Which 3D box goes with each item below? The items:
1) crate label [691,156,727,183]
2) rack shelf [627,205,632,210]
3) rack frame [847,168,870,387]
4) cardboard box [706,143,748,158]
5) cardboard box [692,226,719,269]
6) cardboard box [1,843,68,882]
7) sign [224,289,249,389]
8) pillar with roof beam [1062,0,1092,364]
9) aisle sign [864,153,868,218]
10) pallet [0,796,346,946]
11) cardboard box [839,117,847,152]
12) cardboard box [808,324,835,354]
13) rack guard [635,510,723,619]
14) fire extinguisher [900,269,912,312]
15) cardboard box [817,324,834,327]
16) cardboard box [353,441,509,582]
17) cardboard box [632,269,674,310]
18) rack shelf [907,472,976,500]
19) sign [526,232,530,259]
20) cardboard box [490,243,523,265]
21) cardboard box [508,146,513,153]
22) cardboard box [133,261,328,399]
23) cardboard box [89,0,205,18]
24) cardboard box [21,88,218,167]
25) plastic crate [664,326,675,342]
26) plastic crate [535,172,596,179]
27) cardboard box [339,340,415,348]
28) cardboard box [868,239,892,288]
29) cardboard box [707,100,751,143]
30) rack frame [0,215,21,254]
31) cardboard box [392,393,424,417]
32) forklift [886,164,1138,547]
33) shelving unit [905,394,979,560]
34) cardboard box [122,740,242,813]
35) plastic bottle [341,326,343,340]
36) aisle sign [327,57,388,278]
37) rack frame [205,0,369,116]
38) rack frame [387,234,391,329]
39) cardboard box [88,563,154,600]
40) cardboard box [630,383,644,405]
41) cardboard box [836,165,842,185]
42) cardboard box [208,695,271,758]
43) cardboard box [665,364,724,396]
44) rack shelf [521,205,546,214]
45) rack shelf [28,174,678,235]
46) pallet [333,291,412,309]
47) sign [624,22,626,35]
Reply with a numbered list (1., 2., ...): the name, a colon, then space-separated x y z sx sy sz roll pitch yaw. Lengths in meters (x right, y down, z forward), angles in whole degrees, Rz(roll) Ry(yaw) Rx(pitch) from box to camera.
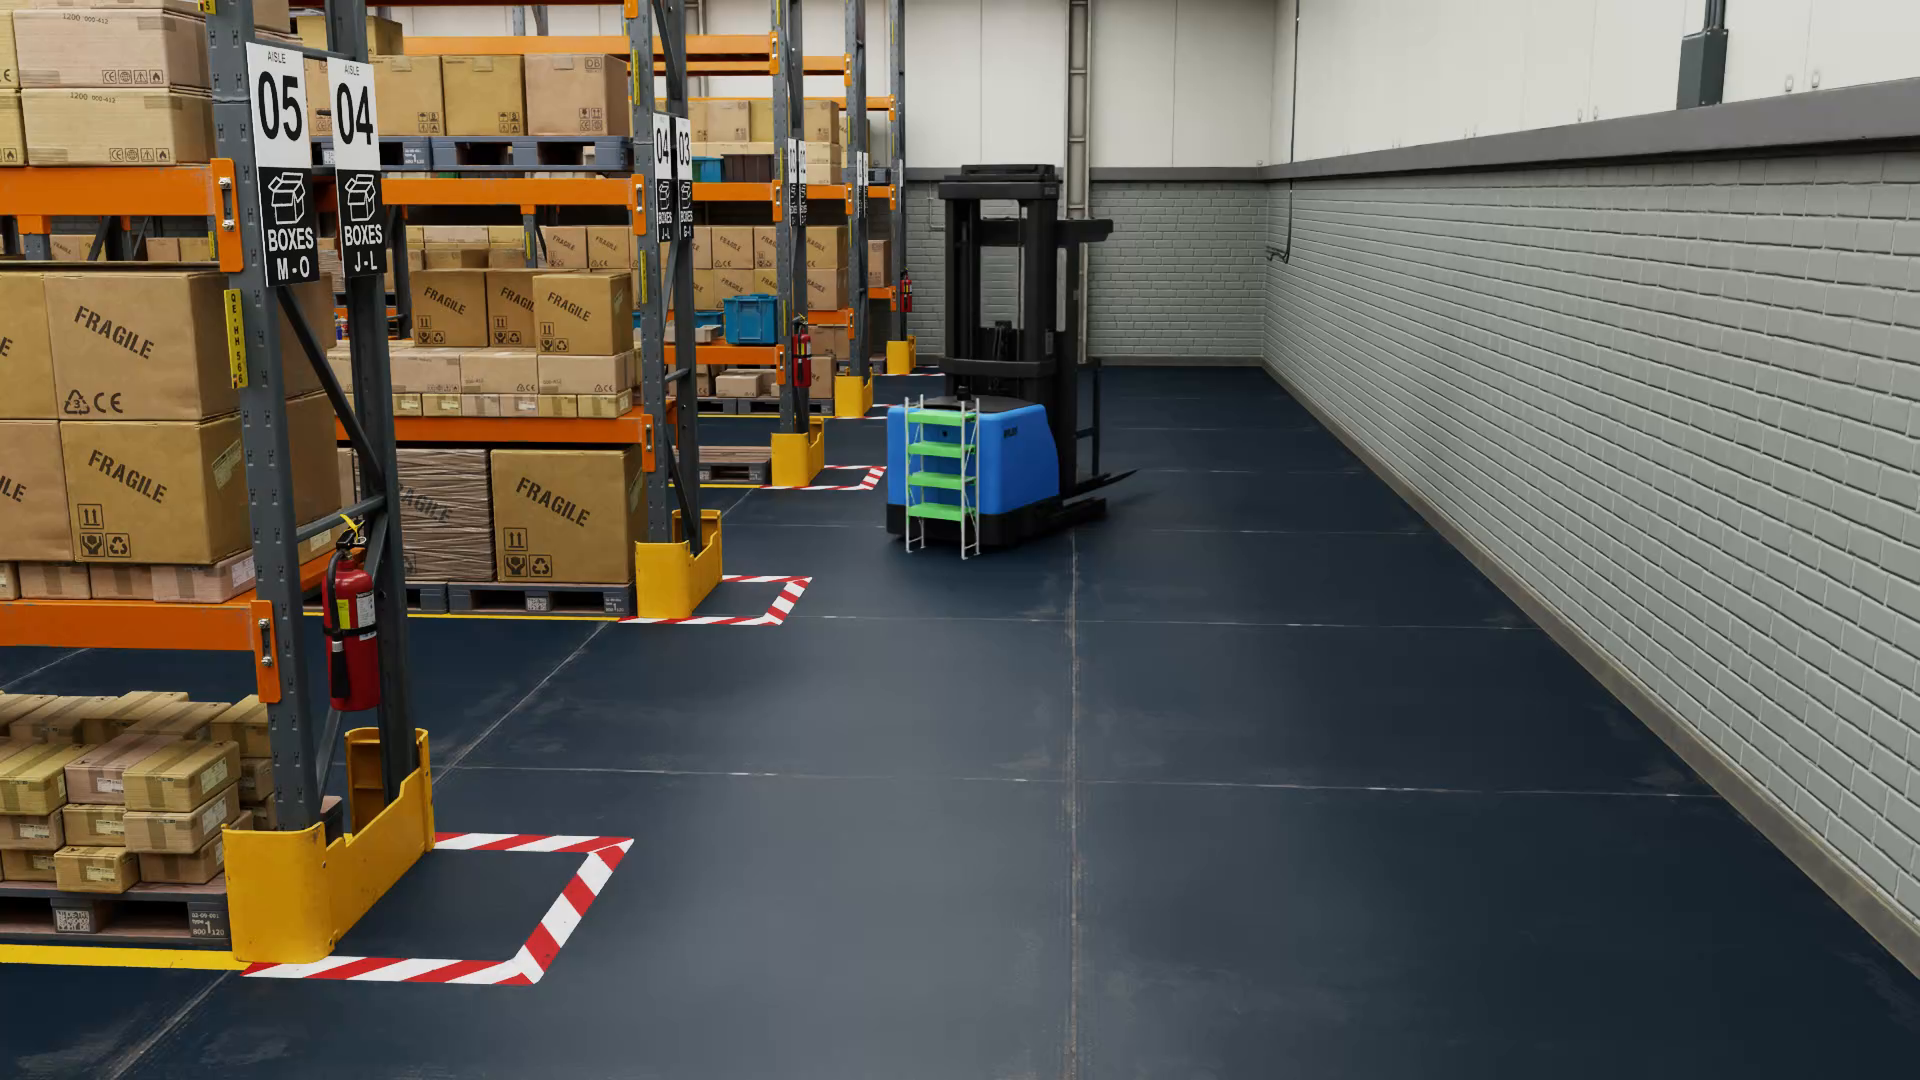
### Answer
1. crate label: -2.495 -3.561 16.003 0.502 0.251 0.408 1 12 4
2. rack shelf: -6.921 -5.309 25.754 4.000 0.370 1.077 1 12 4
3. rack frame: -1.261 -3.099 20.757 0.127 3.000 1.000 1 12 4
4. cardboard box: -2.789 -4.708 20.267 0.500 0.250 0.500 1 12 4
5. cardboard box: -3.258 -3.607 20.500 0.500 0.500 0.500 1 12 6
6. cardboard box: -3.420 1.158 6.344 0.250 0.149 0.380 1 12 3
7. sign: -2.416 -0.672 5.553 0.005 0.325 0.100 1 12 4
8. pillar with roof beam: 1.530 -6.308 21.444 0.400 9.000 9.100 1 12 4
9. aisle sign: -1.174 -4.430 20.773 0.004 0.787 0.394 1 12 4
10. pallet: -3.243 1.282 6.623 1.213 0.211 1.003 1 12 4
11. cardboard box: -1.683 -6.082 24.954 0.500 0.500 0.500 1 12 4
12. cardboard box: -2.138 -3.089 25.788 0.500 0.500 0.700 1 12 4
13. rack guard: -1.903 0.149 11.336 0.348 0.500 1.175 1 12 4
14. fire extinguisher: -0.814 -3.794 25.180 0.183 0.674 0.296 1 12 4
15. cardboard box: -2.035 -3.368 25.536 0.250 0.149 0.380 1 12 5
16. cardboard box: -3.479 -0.246 11.280 0.875 0.875 0.875 1 12 4
17. cardboard box: -3.752 -3.126 20.643 0.500 0.500 0.500 1 12 3
18. rack shelf: -0.134 -0.420 12.655 0.480 0.148 0.258 7 14 29
19. sign: -5.286 -3.607 20.357 0.005 0.325 0.100 1 12 4
20. cardboard box: -6.912 -4.344 25.690 0.500 0.500 0.500 1 12 5
21. cardboard box: -5.750 -4.947 20.752 0.600 0.600 0.600 0 12 -2
22. cardboard box: -2.790 -0.808 6.390 0.500 0.500 0.500 1 12 3
23. cardboard box: -2.711 -1.842 5.596 0.250 0.149 0.380 1 12 3
24. cardboard box: -2.831 -1.410 5.724 0.500 0.250 0.500 1 12 3
25. plastic crate: -2.710 -1.968 15.850 0.243 0.136 0.396 1 12 4
26. plastic crate: -3.674 -3.404 15.532 0.530 0.136 0.437 1 12 4
27. cardboard box: -3.929 -1.229 11.455 0.500 0.250 0.500 1 12 3
28. cardboard box: -1.444 -4.263 25.588 0.700 0.700 0.980 1 12 6
29. cardboard box: -2.774 -5.118 20.398 0.500 0.500 0.700 1 12 4
30. rack frame: -9.578 -2.196 16.442 0.127 3.000 1.000 1 12 4
31. cardboard box: -3.582 -0.907 10.891 0.250 0.149 0.380 1 12 4
32. forklift: 0.591 -1.636 13.931 1.130 2.935 3.031 7 14 29
33. shelving unit: -0.134 -0.482 12.642 0.503 1.200 0.258 7 14 29
34. cardboard box: -2.904 0.880 6.220 0.250 0.149 0.380 1 12 4
35. plastic bottle: -6.012 -2.010 16.034 0.097 0.201 0.097 0 12 0
36. aisle sign: -2.266 -1.396 6.267 0.004 0.787 0.394 1 12 4
37. rack frame: -2.359 -3.000 5.630 0.127 3.000 1.000 1 12 4
38. rack frame: -8.916 -4.220 26.118 0.127 3.000 1.000 1 12 4
39. cardboard box: -2.949 0.102 6.069 0.250 0.149 0.380 1 12 4
40. cardboard box: -2.259 -1.024 11.453 0.250 0.149 0.380 1 12 4
41. cardboard box: -1.757 -4.553 20.747 0.500 0.250 0.500 1 12 4
42. cardboard box: -2.859 0.759 6.799 0.250 0.149 0.380 0 12 1
43. cardboard box: -3.378 -2.122 21.111 0.637 0.503 0.797 1 12 4
44. rack shelf: -7.248 -4.297 20.916 4.000 0.370 1.077 1 12 4
45. rack shelf: -3.923 -2.219 10.979 4.000 0.370 1.077 1 12 4
46. pallet: -7.303 -3.089 21.177 1.213 0.211 1.003 1 12 4
47. sign: -4.949 -7.487 24.608 0.005 0.325 0.100 1 12 4
